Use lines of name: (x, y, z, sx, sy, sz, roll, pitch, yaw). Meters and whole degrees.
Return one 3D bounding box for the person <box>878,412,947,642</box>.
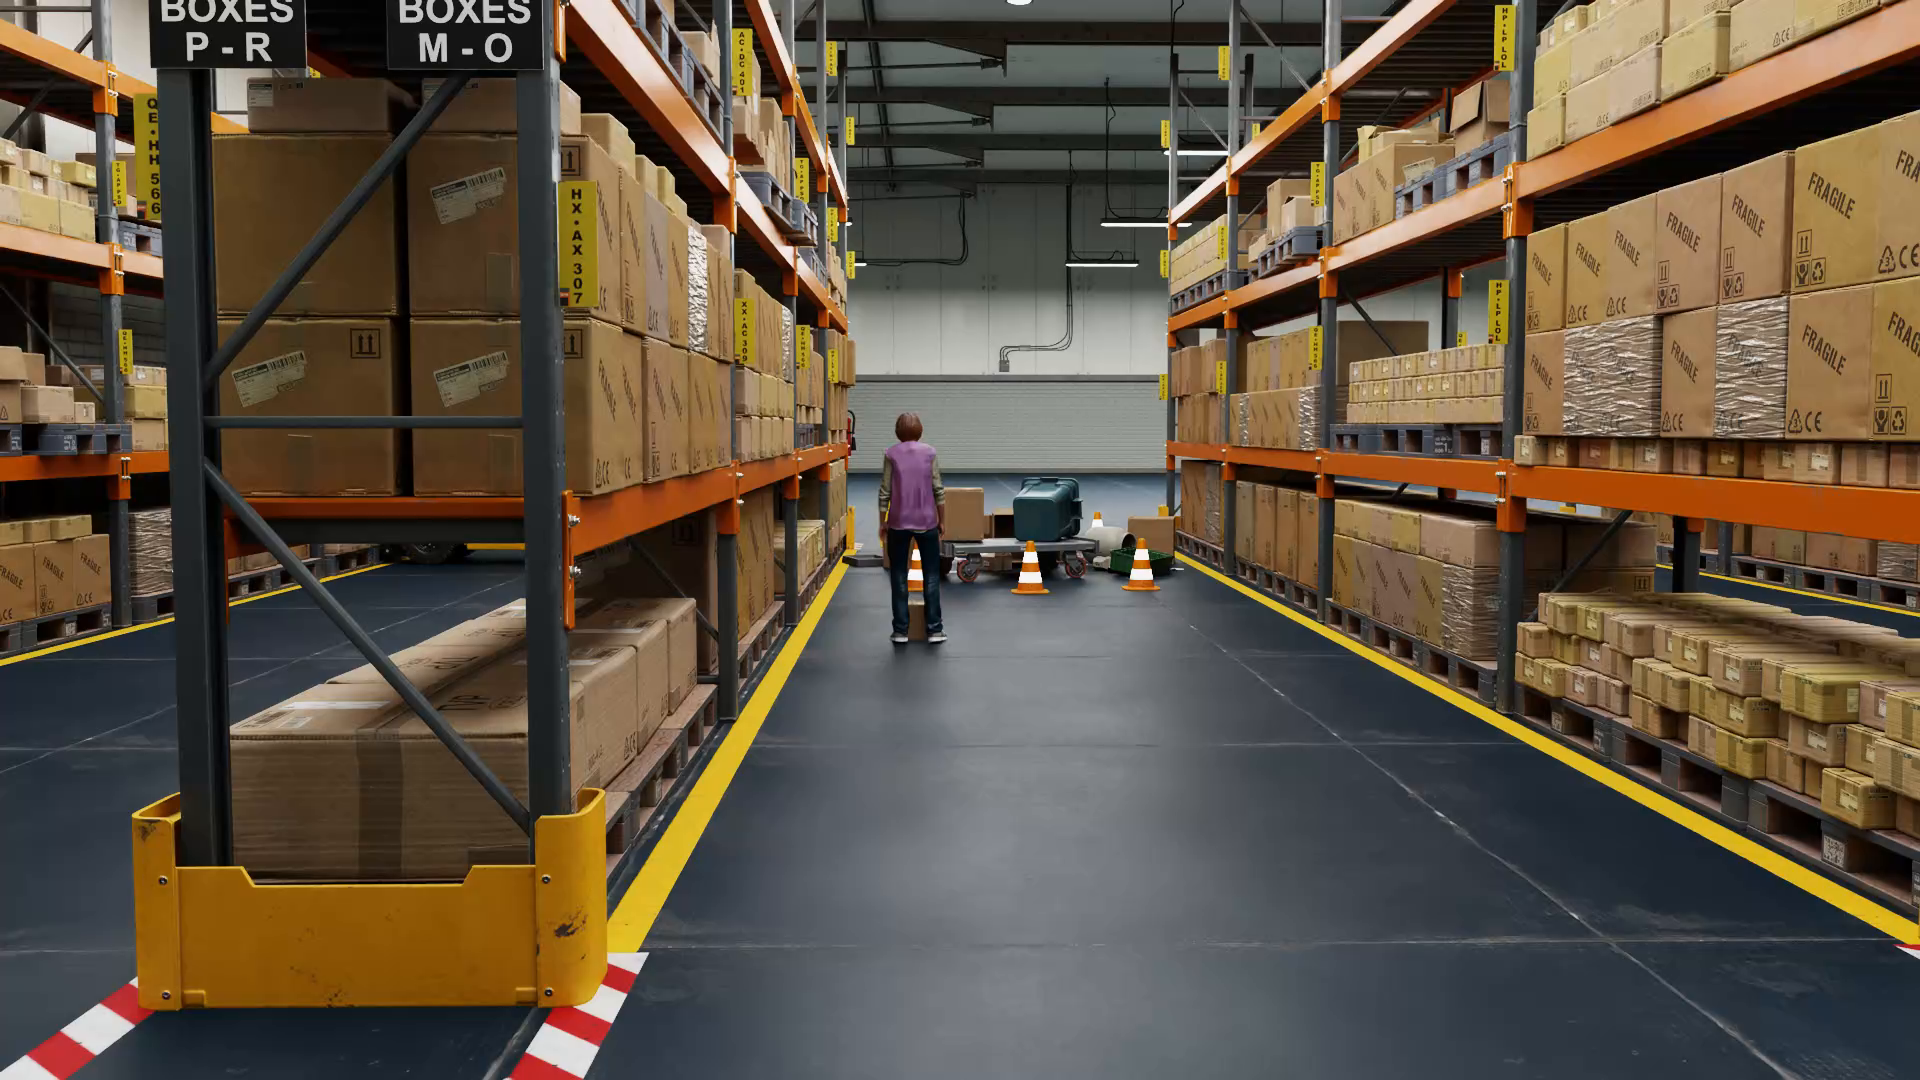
person: (-0.326, -0.086, 11.477, 0.484, 1.593, 0.344, 0, 4, -5)
